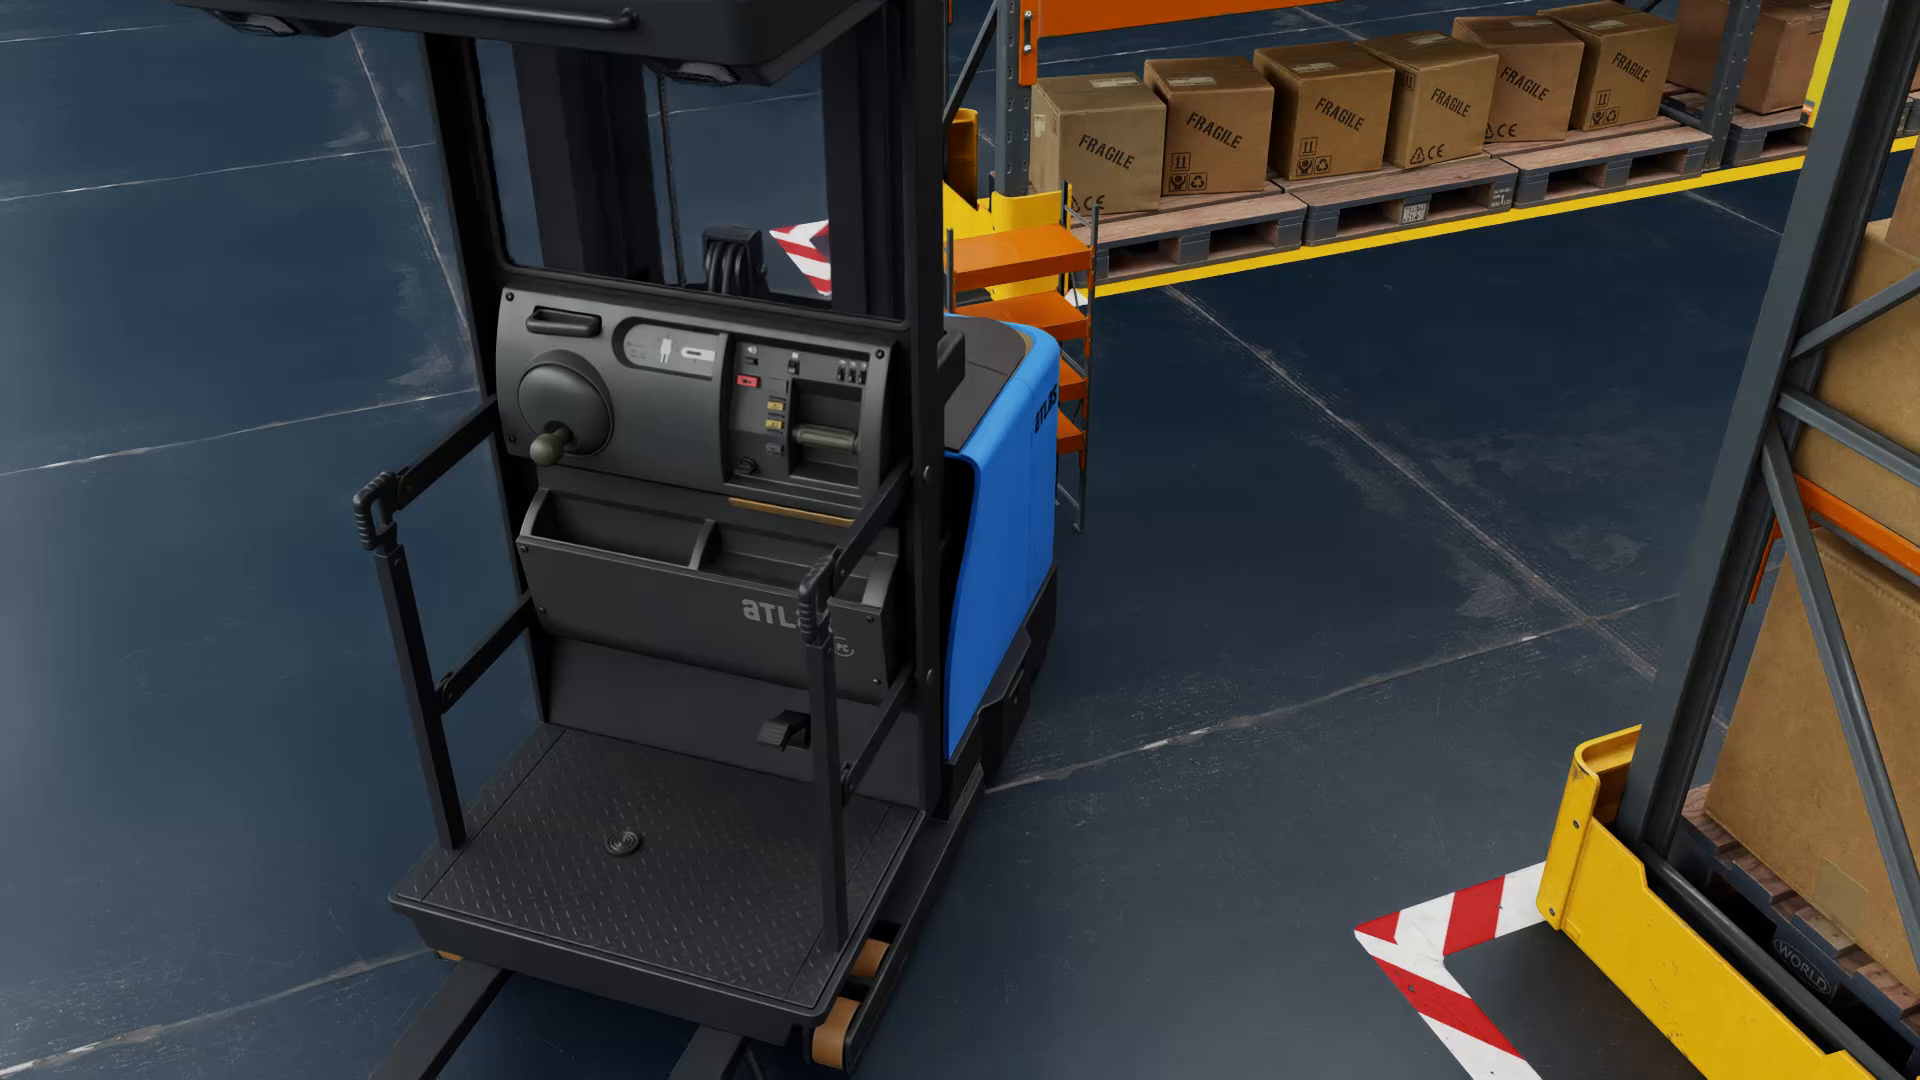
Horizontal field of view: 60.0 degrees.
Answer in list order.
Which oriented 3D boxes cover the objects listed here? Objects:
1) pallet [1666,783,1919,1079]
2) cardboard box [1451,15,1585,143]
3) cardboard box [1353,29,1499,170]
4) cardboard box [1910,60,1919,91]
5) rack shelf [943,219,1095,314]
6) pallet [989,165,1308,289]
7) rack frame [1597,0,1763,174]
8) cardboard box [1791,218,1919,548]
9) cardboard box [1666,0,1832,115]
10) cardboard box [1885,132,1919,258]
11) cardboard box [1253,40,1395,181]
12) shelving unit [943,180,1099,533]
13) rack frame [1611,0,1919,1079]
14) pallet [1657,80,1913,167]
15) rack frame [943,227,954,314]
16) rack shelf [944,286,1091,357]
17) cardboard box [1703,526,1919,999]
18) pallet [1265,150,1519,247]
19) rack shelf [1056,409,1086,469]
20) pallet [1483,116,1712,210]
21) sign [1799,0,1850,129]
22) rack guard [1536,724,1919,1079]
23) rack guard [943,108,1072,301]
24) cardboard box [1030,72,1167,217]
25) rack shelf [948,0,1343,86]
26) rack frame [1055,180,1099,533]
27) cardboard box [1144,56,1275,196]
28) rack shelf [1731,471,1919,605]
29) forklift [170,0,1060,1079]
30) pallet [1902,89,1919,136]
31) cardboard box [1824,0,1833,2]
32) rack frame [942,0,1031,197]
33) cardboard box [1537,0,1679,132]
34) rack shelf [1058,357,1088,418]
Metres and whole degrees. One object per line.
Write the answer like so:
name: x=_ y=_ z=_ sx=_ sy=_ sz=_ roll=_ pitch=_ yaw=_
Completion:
pallet: x=2.583 y=0.885 z=4.196 sx=1.213 sy=0.211 sz=1.003 roll=-13 pitch=35 yaw=-19
cardboard box: x=2.827 y=-2.375 z=8.556 sx=0.500 sy=0.500 sz=0.500 roll=-2 pitch=33 yaw=-4
cardboard box: x=2.285 y=-2.204 z=8.294 sx=0.500 sy=0.500 sz=0.500 roll=-16 pitch=36 yaw=-23
cardboard box: x=5.274 y=-2.901 z=9.346 sx=0.500 sy=0.500 sz=0.700 roll=-16 pitch=36 yaw=-23
rack shelf: x=0.153 y=-0.867 z=5.262 sx=0.480 sy=0.148 sz=0.258 roll=-13 pitch=35 yaw=-19
pallet: x=0.882 y=-1.592 z=8.003 sx=1.213 sy=0.211 sz=1.003 roll=-13 pitch=35 yaw=-19
rack frame: x=3.737 y=-3.435 z=8.280 sx=0.127 sy=3.000 sz=1.000 roll=-13 pitch=35 yaw=-19
cardboard box: x=2.200 y=-0.239 z=3.230 sx=0.550 sy=0.550 sz=0.875 roll=-13 pitch=35 yaw=-19
cardboard box: x=4.311 y=-2.691 z=9.024 sx=0.500 sy=0.500 sz=0.700 roll=-16 pitch=36 yaw=-23
cardboard box: x=2.233 y=-0.650 z=2.871 sx=0.550 sy=0.550 sz=0.875 roll=-13 pitch=35 yaw=-19
cardboard box: x=1.753 y=-2.109 z=8.148 sx=0.500 sy=0.500 sz=0.500 roll=-10 pitch=34 yaw=-14
shelving unit: x=0.153 y=-0.538 z=5.476 sx=0.503 sy=1.200 sz=0.258 roll=-13 pitch=35 yaw=-19
rack frame: x=1.876 y=-0.075 z=3.116 sx=0.127 sy=3.000 sz=1.000 roll=-13 pitch=35 yaw=-19
pallet: x=4.454 y=-2.432 z=9.294 sx=1.213 sy=0.211 sz=1.003 roll=-13 pitch=35 yaw=-19
rack frame: x=-0.072 y=-0.486 z=5.397 sx=0.015 sy=1.200 sz=0.240 roll=-13 pitch=35 yaw=-19
rack shelf: x=0.153 y=-0.669 z=5.391 sx=0.480 sy=0.148 sz=0.258 roll=-13 pitch=35 yaw=-19
cardboard box: x=2.475 y=0.463 z=3.852 sx=0.875 sy=0.875 sz=0.875 roll=-13 pitch=35 yaw=-19
pallet: x=2.005 y=-1.847 z=8.396 sx=1.213 sy=0.211 sz=1.003 roll=-13 pitch=35 yaw=-19
rack shelf: x=0.153 y=-0.315 z=5.621 sx=0.480 sy=0.148 sz=0.258 roll=-13 pitch=35 yaw=-19
pallet: x=3.131 y=-2.107 z=8.795 sx=1.213 sy=0.211 sz=1.003 roll=-13 pitch=35 yaw=-19
sign: x=1.678 y=-0.936 z=3.159 sx=0.005 sy=0.325 sz=0.100 roll=-13 pitch=35 yaw=-19
rack guard: x=1.854 y=0.977 z=3.790 sx=0.348 sy=0.500 sz=1.175 roll=-13 pitch=35 yaw=-19
rack guard: x=0.119 y=-1.559 z=7.688 sx=0.348 sy=0.500 sz=1.175 roll=-13 pitch=35 yaw=-19
cardboard box: x=0.631 y=-1.843 z=7.739 sx=0.500 sy=0.500 sz=0.500 roll=-7 pitch=34 yaw=-10
rack shelf: x=1.893 y=-2.712 z=7.827 sx=4.000 sy=0.370 sz=1.077 roll=-13 pitch=35 yaw=-19
rack frame: x=0.378 y=-0.589 z=5.556 sx=0.015 sy=1.200 sz=0.240 roll=-13 pitch=35 yaw=-19
cardboard box: x=1.169 y=-1.986 z=7.959 sx=0.500 sy=0.500 sz=0.500 roll=-4 pitch=33 yaw=-6
rack shelf: x=3.720 y=-0.196 z=3.961 sx=4.000 sy=0.370 sz=1.077 roll=-13 pitch=35 yaw=-19
forklift: x=-0.658 y=-0.253 z=3.452 sx=1.130 sy=2.935 sz=3.031 roll=11 pitch=34 yaw=16
pallet: x=5.581 y=-2.691 z=9.693 sx=1.213 sy=0.211 sz=1.003 roll=-13 pitch=35 yaw=-19
cardboard box: x=4.758 y=-2.782 z=9.164 sx=0.500 sy=0.500 sz=0.700 roll=-13 pitch=35 yaw=-19
rack frame: x=0.049 y=-2.591 z=6.982 sx=0.127 sy=3.000 sz=1.000 roll=-13 pitch=35 yaw=-19
cardboard box: x=3.353 y=-2.499 z=8.748 sx=0.500 sy=0.500 sz=0.500 roll=-14 pitch=36 yaw=-20
rack shelf: x=0.153 y=-0.481 z=5.513 sx=0.480 sy=0.148 sz=0.258 roll=-13 pitch=35 yaw=-19
